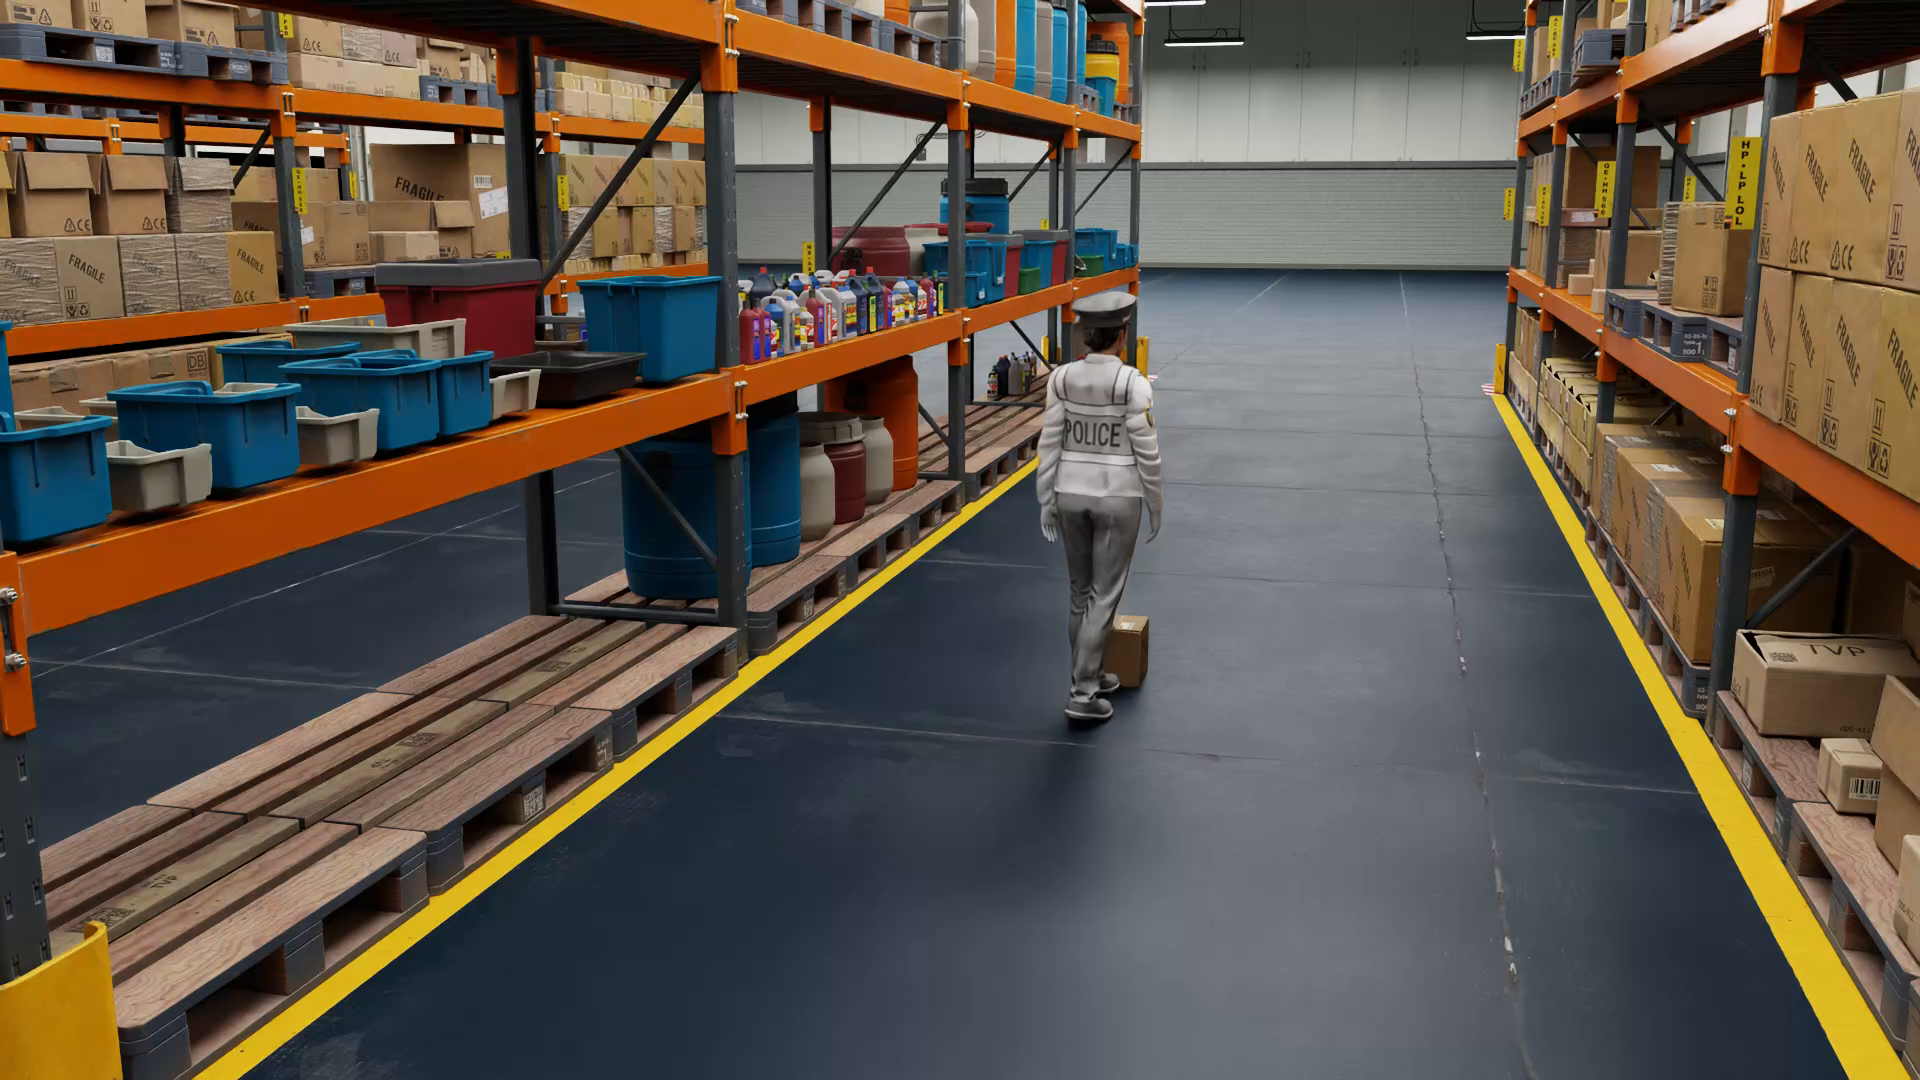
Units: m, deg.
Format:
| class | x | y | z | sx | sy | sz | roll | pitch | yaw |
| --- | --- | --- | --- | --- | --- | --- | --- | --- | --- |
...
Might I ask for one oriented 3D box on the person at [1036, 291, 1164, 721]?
| class | x | y | z | sx | sy | sz | roll | pitch | yaw |
| --- | --- | --- | --- | --- | --- | --- | --- | --- | --- |
| person | 0.570 | -0.140 | 6.578 | 0.500 | 1.672 | 0.634 | 7 | 14 | 31 |
